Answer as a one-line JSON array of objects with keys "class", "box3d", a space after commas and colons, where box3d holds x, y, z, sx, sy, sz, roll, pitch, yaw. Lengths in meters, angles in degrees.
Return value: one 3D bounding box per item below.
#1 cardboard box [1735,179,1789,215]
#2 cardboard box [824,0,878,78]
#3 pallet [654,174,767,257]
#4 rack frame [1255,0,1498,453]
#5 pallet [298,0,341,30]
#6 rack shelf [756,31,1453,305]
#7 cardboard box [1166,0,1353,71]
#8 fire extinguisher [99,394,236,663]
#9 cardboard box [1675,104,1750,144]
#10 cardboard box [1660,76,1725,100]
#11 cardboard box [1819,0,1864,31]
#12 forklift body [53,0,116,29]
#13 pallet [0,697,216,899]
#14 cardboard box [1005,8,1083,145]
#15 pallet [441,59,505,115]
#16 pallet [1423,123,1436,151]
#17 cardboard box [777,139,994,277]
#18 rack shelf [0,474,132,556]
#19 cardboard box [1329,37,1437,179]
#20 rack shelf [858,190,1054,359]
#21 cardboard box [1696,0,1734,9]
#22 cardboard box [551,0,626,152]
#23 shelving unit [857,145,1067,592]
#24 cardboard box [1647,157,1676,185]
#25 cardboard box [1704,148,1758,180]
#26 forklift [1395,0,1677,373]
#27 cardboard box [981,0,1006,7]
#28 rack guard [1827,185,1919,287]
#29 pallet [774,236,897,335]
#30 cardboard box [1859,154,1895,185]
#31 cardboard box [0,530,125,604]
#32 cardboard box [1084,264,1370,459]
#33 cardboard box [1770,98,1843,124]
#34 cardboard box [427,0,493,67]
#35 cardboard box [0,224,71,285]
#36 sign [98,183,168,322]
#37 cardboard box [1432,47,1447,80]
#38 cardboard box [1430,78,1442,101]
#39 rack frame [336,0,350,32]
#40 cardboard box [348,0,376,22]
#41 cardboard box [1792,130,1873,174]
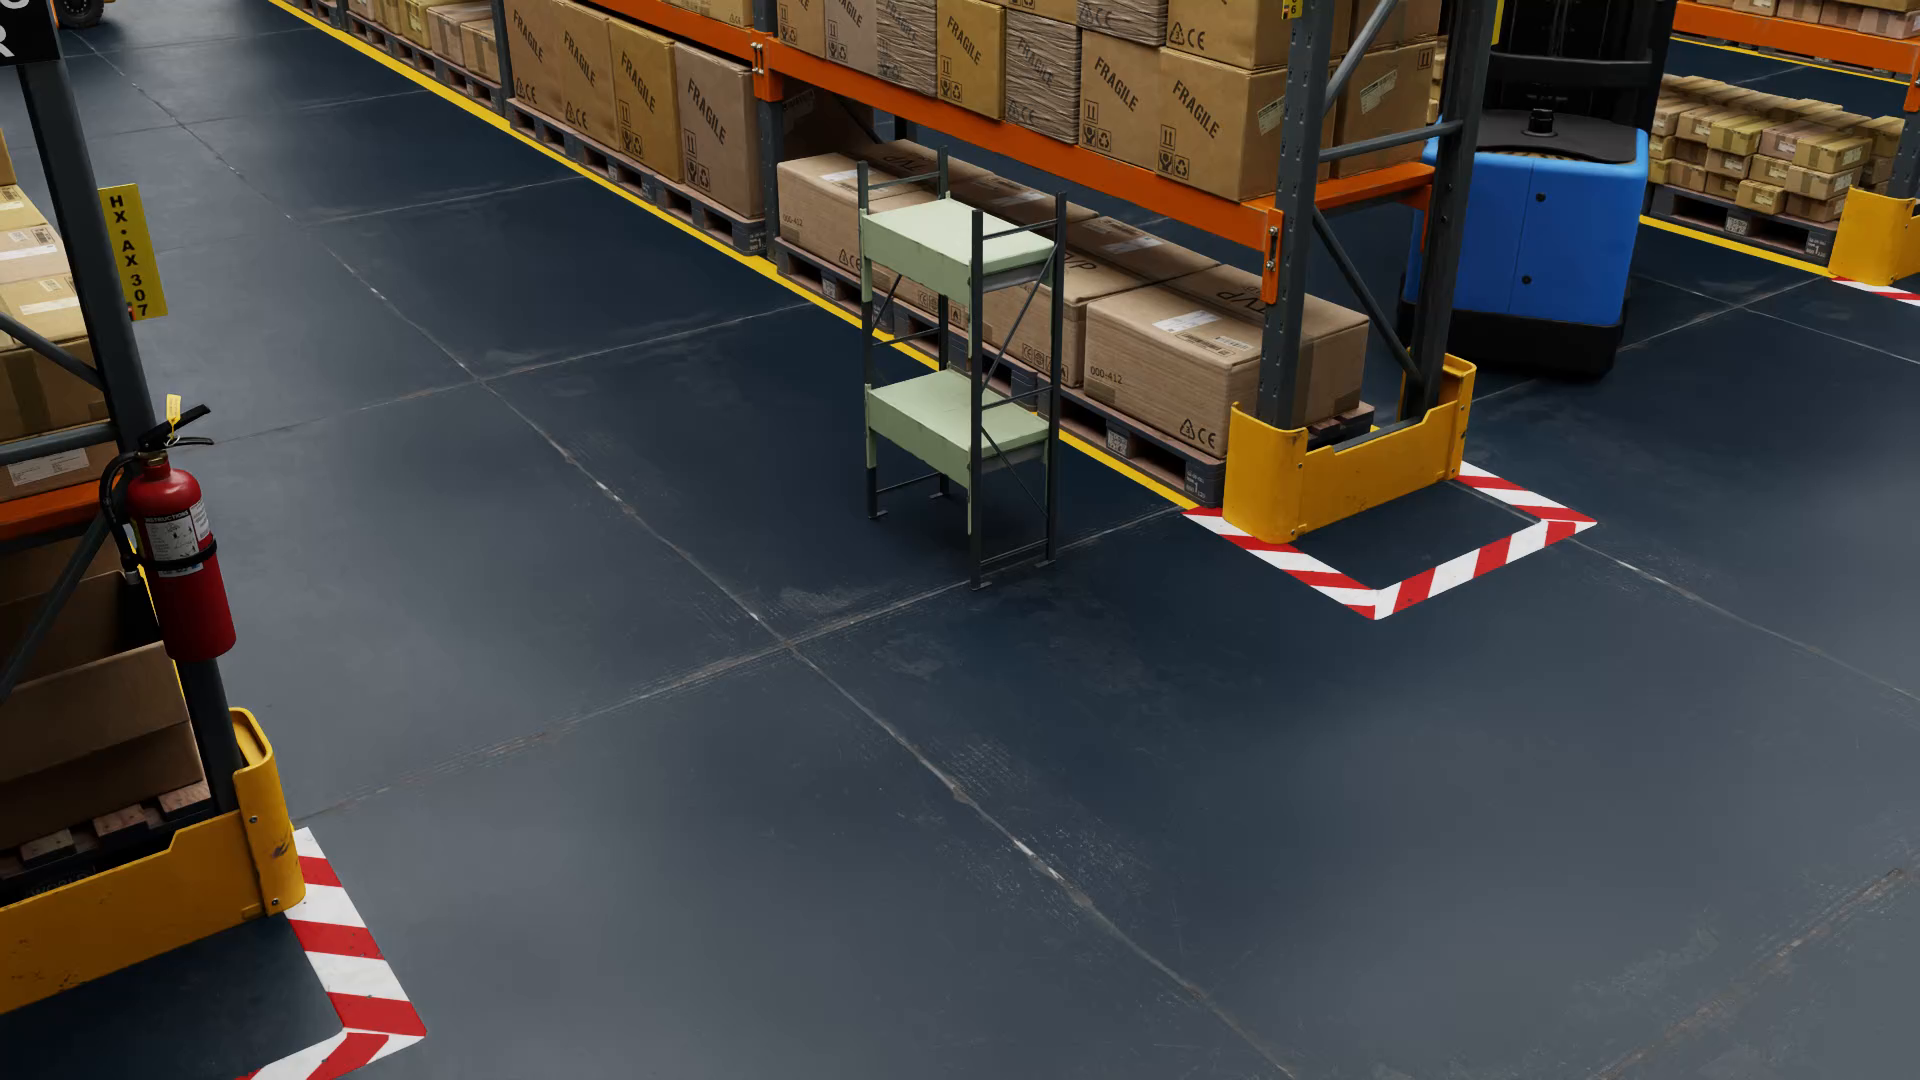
[{"class": "cardboard box", "box3d": [4.895, -2.085, 9.993, 0.380, 0.149, 0.250, -18, 33, -29]}, {"class": "cardboard box", "box3d": [-0.345, -2.672, 8.422, 0.500, 0.500, 0.500, -19, 34, -30]}, {"class": "pallet", "box3d": [-1.201, -2.133, 10.457, 1.003, 0.211, 1.213, -19, 34, -31]}, {"class": "rack frame", "box3d": [1.628, -1.524, 6.414, 1.000, 3.000, 0.127, -19, 34, -31]}, {"class": "pallet", "box3d": [-5.751, -5.215, 16.132, 1.003, 0.211, 1.213, -19, 34, -31]}, {"class": "rack shelf", "box3d": [0.468, -1.986, 8.017, 1.077, 0.370, 4.000, -19, 34, -31]}, {"class": "cardboard box", "box3d": [1.154, -2.129, 6.375, 0.500, 0.500, 0.500, -18, 33, -29]}, {"class": "fire extinguisher", "box3d": [-1.951, -0.022, 4.119, 0.296, 0.674, 0.183, -19, 34, -31]}, {"class": "cardboard box", "box3d": [4.637, -2.560, 10.245, 0.380, 0.149, 0.250, -20, 34, -33]}, {"class": "cardboard box", "box3d": [4.795, -2.931, 10.928, 0.380, 0.149, 0.250, -18, 33, -30]}, {"class": "cardboard box", "box3d": [5.069, -2.979, 9.356, 0.380, 0.149, 0.250, -19, 34, -31]}, {"class": "forklift body", "box3d": [-9.108, -5.764, 15.109, 2.313, 2.155, 1.214, -19, 34, -31]}, {"class": "pallet", "box3d": [-2.920, 0.737, 5.171, 1.003, 0.211, 1.213, -19, 34, -31]}, {"class": "cardboard box", "box3d": [0.547, -2.079, 7.331, 0.500, 0.500, 0.500, -18, 33, -29]}, {"class": "pallet", "box3d": [-3.465, -3.713, 13.366, 1.003, 0.211, 1.213, -19, 34, -31]}, {"class": "pallet", "box3d": [3.700, -3.012, 12.076, 1.003, 0.211, 1.213, -19, 34, -31]}, {"class": "cardboard box", "box3d": [-0.415, -1.864, 9.284, 0.875, 0.438, 0.875, -19, 34, -31]}, {"class": "rack shelf", "box3d": [-3.573, -0.610, 5.484, 1.077, 0.370, 4.000, -19, 34, -31]}, {"class": "cardboard box", "box3d": [1.583, -1.834, 6.880, 0.500, 0.500, 0.500, -19, 34, -31]}, {"class": "rack shelf", "box3d": [-0.004, -1.005, 6.211, 0.431, 0.370, 0.720, -19, 34, -31]}, {"class": "cardboard box", "box3d": [4.615, -3.276, 9.902, 0.380, 0.149, 0.250, -20, 35, -33]}, {"class": "cardboard box", "box3d": [-2.166, -3.246, 11.370, 0.875, 0.875, 0.875, -18, 33, -30]}, {"class": "shelving unit", "box3d": [-0.004, -0.662, 6.397, 0.431, 1.500, 0.755, -19, 34, -31]}, {"class": "cardboard box", "box3d": [4.459, -2.385, 10.546, 0.380, 0.149, 0.250, -20, 35, -33]}, {"class": "cardboard box", "box3d": [4.760, -2.324, 10.122, 0.380, 0.149, 0.250, -20, 35, -33]}, {"class": "forklift", "box3d": [3.187, -2.789, 8.813, 1.130, 2.935, 3.031, 10, 30, 17]}, {"class": "cardboard box", "box3d": [0.253, -2.713, 7.451, 0.500, 0.500, 0.500, -19, 34, -31]}, {"class": "rack guard", "box3d": [5.557, -1.865, 9.660, 1.175, 0.500, 0.348, -19, 34, -31]}, {"class": "pallet", "box3d": [-0.315, -1.537, 9.359, 1.003, 0.211, 1.213, -19, 34, -31]}, {"class": "cardboard box", "box3d": [5.507, -2.271, 10.025, 0.380, 0.149, 0.250, -17, 33, -29]}, {"class": "cardboard box", "box3d": [-3.155, 0.158, 5.495, 0.700, 0.500, 0.500, -17, 33, -29]}, {"class": "cardboard box", "box3d": [1.164, -0.812, 7.347, 0.875, 0.438, 0.875, -20, 34, -32]}, {"class": "cardboard box", "box3d": [5.275, -2.632, 10.378, 0.380, 0.149, 0.250, -19, 34, -31]}, {"class": "cardboard box", "box3d": [-3.767, -4.171, 13.601, 0.950, 0.372, 0.625, -19, 34, -32]}, {"class": "cardboard box", "box3d": [-2.750, -0.661, 4.669, 0.500, 0.250, 0.500, -18, 33, -30]}, {"class": "sign", "box3d": [-1.971, -0.680, 3.951, 0.100, 0.325, 0.005, -19, 34, -31]}, {"class": "cardboard box", "box3d": [3.424, -3.367, 11.731, 0.380, 0.149, 0.250, -17, 33, -28]}, {"class": "cardboard box", "box3d": [3.451, -3.248, 11.824, 0.380, 0.149, 0.250, -19, 34, -30]}, {"class": "rack frame", "box3d": [-5.333, -6.190, 15.004, 1.000, 3.000, 0.127, -19, 34, -31]}, {"class": "cardboard box", "box3d": [-5.026, -5.016, 15.157, 0.950, 0.372, 0.625, -18, 33, -30]}, {"class": "cardboard box", "box3d": [5.088, -2.263, 9.697, 0.380, 0.149, 0.250, -18, 33, -30]}]
